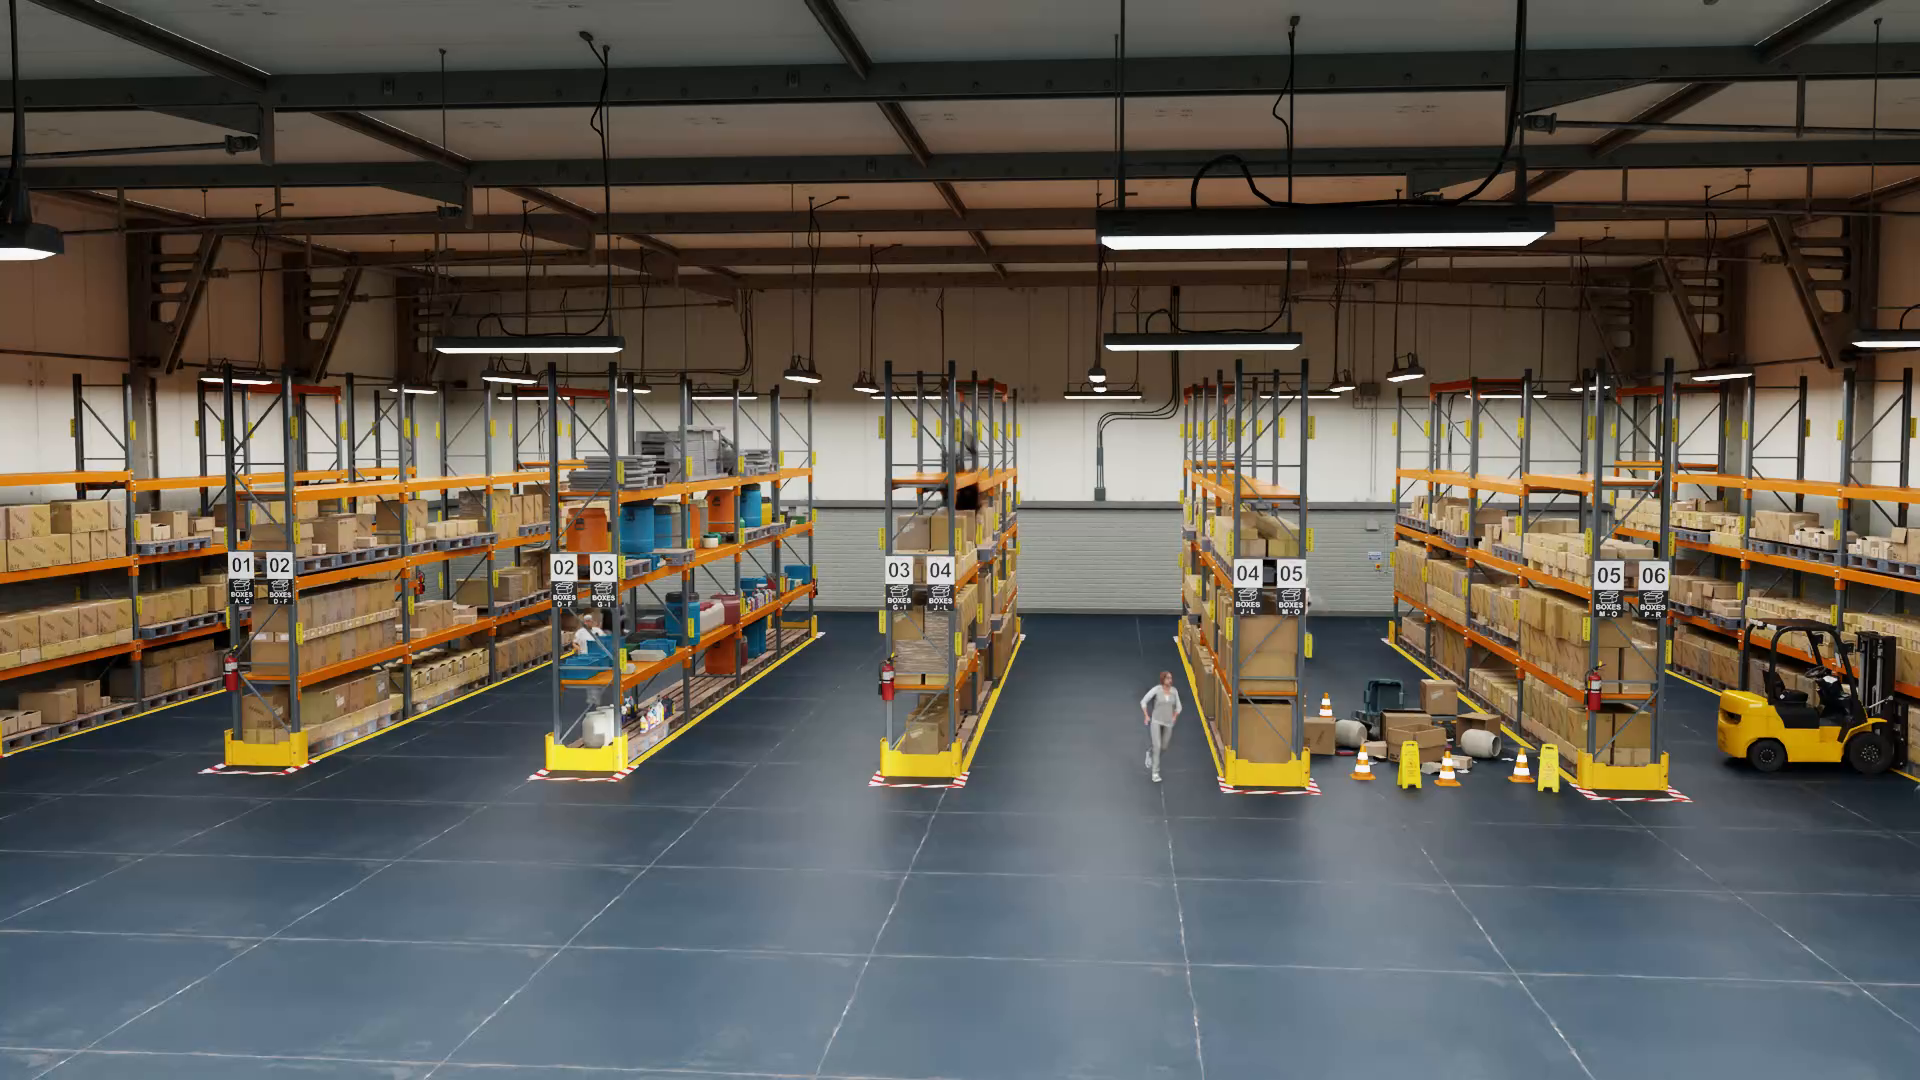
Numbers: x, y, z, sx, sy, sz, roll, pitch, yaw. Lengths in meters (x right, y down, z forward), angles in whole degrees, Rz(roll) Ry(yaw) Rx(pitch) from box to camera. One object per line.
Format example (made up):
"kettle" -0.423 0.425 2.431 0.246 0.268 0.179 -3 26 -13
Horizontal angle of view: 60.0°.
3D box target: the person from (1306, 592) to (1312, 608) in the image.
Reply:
"person" 7.543 1.683 37.382 0.706 1.720 0.664 0 4 -6

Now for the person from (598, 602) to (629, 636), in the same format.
"person" -7.145 1.897 34.263 0.631 1.755 0.726 -1 4 -8

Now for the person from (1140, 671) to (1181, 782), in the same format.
"person" 2.901 2.647 23.905 0.588 1.547 0.760 -1 4 -11

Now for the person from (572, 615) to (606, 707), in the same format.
"person" -6.748 2.209 30.258 0.597 1.688 0.695 0 4 0
